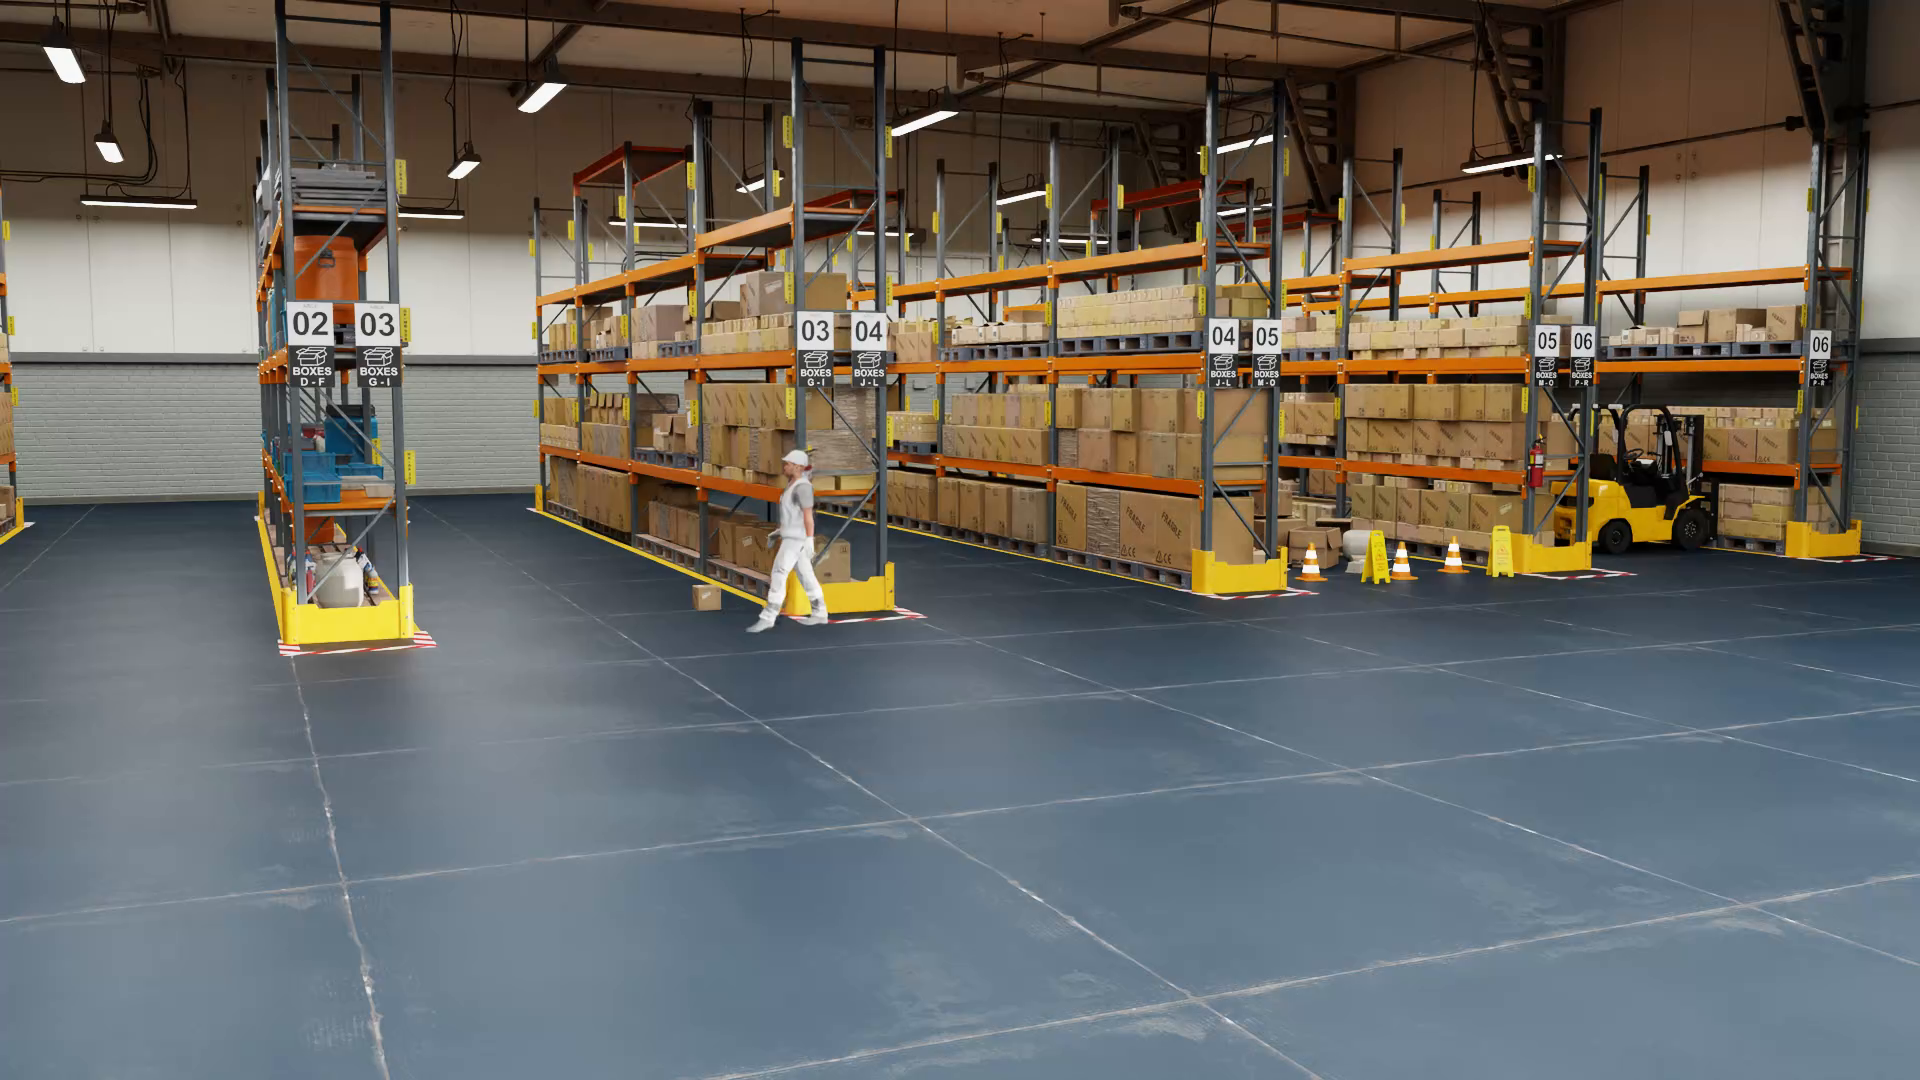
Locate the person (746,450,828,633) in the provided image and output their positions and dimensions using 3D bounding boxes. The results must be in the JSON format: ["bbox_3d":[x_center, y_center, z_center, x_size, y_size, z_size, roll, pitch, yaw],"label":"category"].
[{"bbox_3d":[-1.729,-0.005,16.496,0.846,1.776,0.582,-1,5,-13],"label":"person"}]
